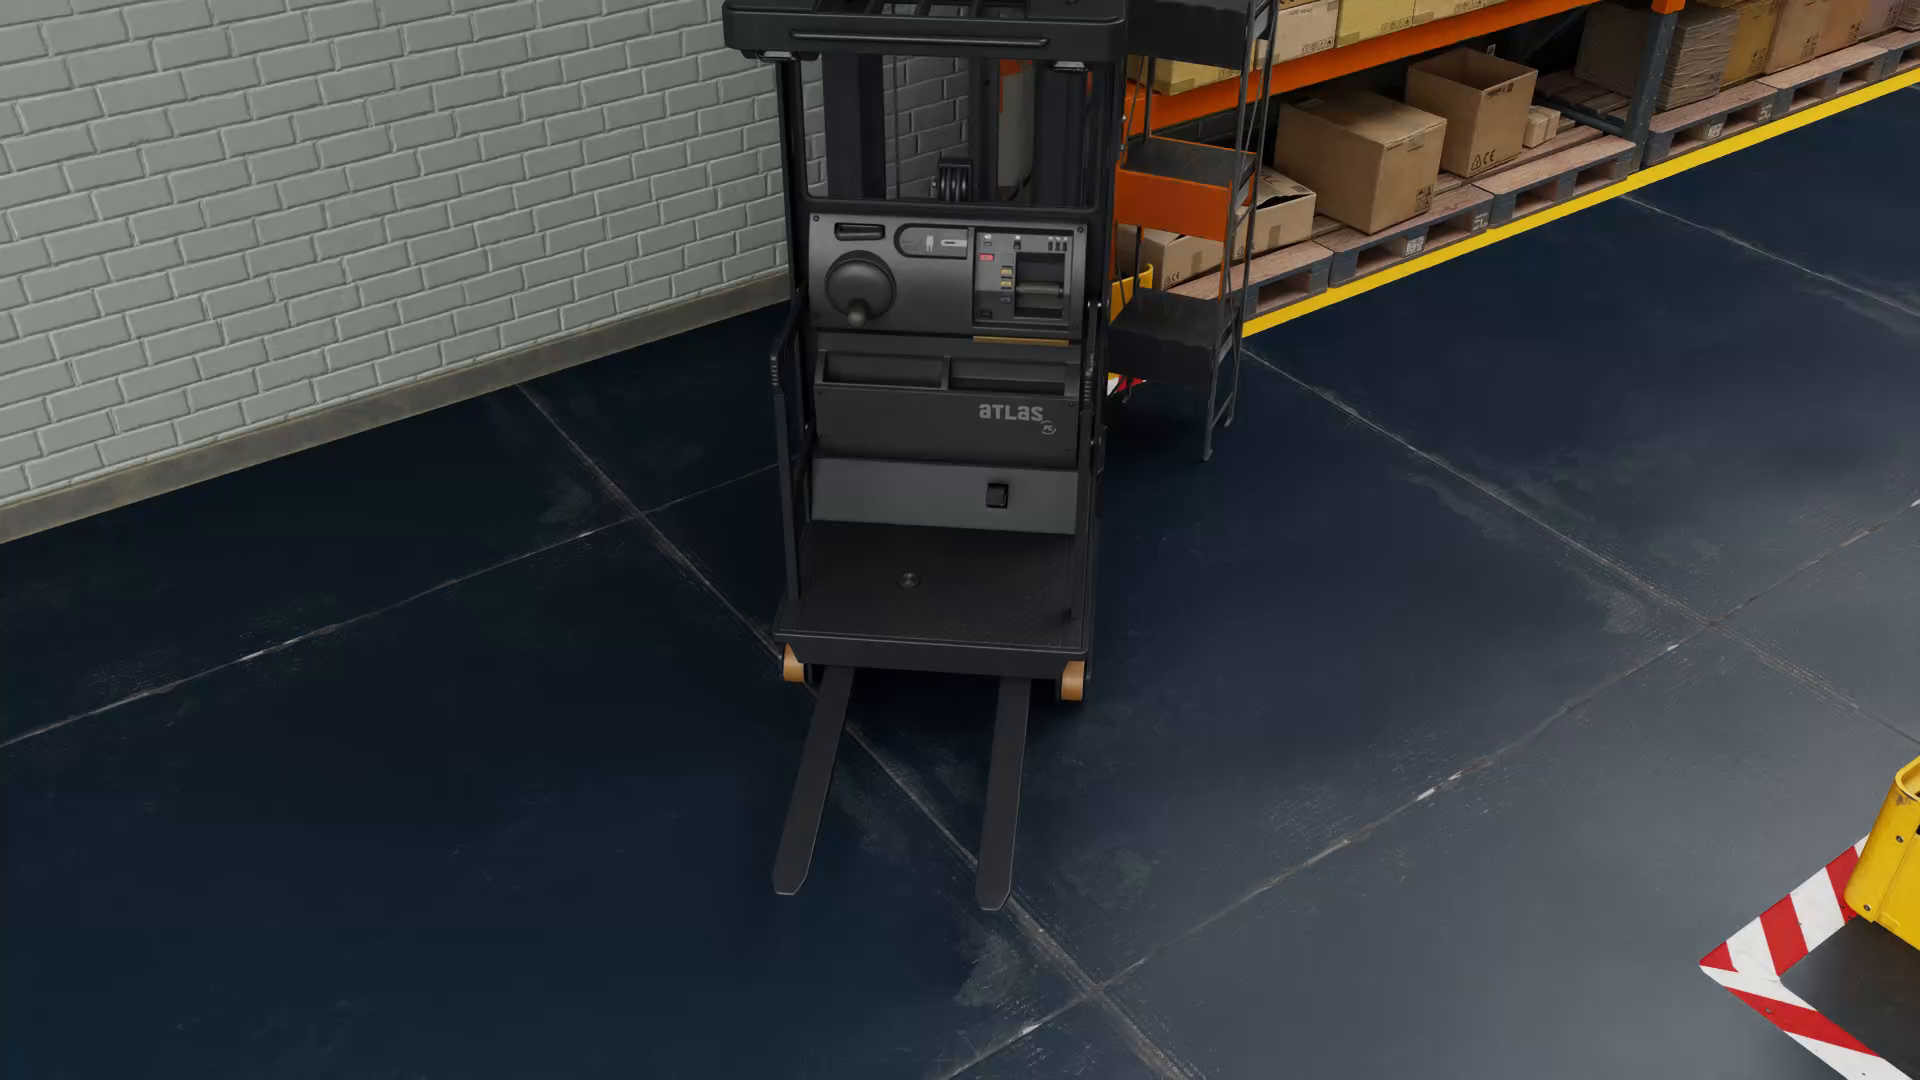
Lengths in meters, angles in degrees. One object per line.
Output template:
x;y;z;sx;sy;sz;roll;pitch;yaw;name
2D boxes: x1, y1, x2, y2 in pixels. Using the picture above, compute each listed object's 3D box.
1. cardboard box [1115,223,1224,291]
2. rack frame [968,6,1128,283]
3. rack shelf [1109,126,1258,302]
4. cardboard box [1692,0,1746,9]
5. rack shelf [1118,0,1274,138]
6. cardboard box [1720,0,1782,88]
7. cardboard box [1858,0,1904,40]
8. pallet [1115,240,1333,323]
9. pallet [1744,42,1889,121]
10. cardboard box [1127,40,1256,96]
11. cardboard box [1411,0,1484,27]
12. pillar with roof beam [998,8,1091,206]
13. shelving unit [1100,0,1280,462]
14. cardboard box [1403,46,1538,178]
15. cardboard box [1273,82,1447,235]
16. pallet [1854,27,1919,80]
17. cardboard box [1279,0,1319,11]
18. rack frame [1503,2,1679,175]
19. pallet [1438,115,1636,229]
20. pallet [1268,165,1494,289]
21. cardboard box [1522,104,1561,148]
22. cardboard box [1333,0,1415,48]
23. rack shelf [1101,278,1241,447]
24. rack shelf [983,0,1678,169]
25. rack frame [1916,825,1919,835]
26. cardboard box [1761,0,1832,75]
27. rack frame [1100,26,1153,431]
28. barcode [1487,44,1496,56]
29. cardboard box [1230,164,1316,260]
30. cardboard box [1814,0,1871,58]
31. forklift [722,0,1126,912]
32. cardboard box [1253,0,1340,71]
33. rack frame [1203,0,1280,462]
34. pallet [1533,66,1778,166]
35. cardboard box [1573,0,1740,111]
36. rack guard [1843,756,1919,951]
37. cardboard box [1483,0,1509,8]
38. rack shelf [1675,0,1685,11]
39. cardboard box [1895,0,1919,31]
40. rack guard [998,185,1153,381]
0.991;-1.528;8.231;0.500;0.311;0.500;-28;44;-33;cardboard box
0.374;-2.251;7.311;0.127;3.000;1.000;-22;41;-28;rack frame
0.923;-1.347;6.847;0.480;0.518;0.431;15;38;19;rack shelf
4.593;-3.470;10.128;0.500;0.250;0.500;-23;42;-29;cardboard box
0.923;-1.915;6.439;0.480;0.518;0.431;15;38;19;rack shelf
4.629;-3.214;10.413;0.500;0.500;0.700;-23;42;-29;cardboard box
5.866;-3.721;11.119;0.500;0.500;0.700;-22;41;-28;cardboard box
1.120;-1.401;8.517;1.213;0.211;1.003;-22;41;-28;pallet
5.277;-3.140;10.935;1.213;0.211;1.003;-22;41;-28;pallet
0.955;-2.211;7.366;0.500;0.250;0.500;-24;42;-29;cardboard box
2.206;-2.730;8.088;0.500;0.250;0.500;-22;41;-27;cardboard box
2.927;-3.280;3.604;0.400;9.000;9.100;-22;41;-28;pillar with roof beam
0.923;-1.358;6.839;0.503;2.100;0.431;15;38;19;shelving unit
2.818;-2.392;9.271;0.500;0.500;0.500;-26;43;-31;cardboard box
2.085;-2.019;8.753;0.500;0.500;0.700;-25;43;-31;cardboard box
6.273;-3.548;11.502;1.213;0.211;1.003;-22;41;-28;pallet
1.347;-2.681;7.378;0.500;0.500;0.500;-22;41;-28;cardboard box
3.643;-3.597;9.182;0.127;3.000;1.000;-22;41;-28;rack frame
3.115;-2.222;9.658;1.213;0.211;1.003;-22;41;-28;pallet
2.116;-1.809;9.084;1.213;0.211;1.003;-22;41;-28;pallet
3.223;-2.431;9.610;0.250;0.166;0.380;-28;44;-33;cardboard box
1.791;-2.561;7.853;0.500;0.250;0.500;-23;42;-29;cardboard box
0.923;-0.778;7.255;0.480;0.518;0.431;15;38;19;rack shelf
2.008;-2.632;8.456;4.000;0.370;1.077;-22;41;-28;rack shelf
3.230;0.112;4.025;0.127;3.000;1.000;-22;41;-28;rack frame
5.069;-3.366;10.625;0.500;0.500;0.700;-22;41;-27;cardboard box
0.701;-1.416;6.920;0.015;2.100;0.400;15;38;19;rack frame
3.064;-2.823;9.596;0.075;0.075;0.001;-22;41;-28;barcode
1.457;-1.720;8.498;0.500;0.311;0.500;-19;40;-24;cardboard box
5.476;-3.540;10.868;0.500;0.500;0.700;-23;41;-28;cardboard box
-0.063;-0.825;5.386;1.130;2.935;3.031;3;36;5;forklift
1.372;-2.392;7.619;0.500;0.250;0.500;-24;42;-29;cardboard box
1.146;-1.299;6.758;0.015;2.100;0.400;15;38;19;rack frame
4.279;-2.727;10.361;1.213;0.211;1.003;-22;41;-28;pallet
4.235;-3.016;10.138;0.500;0.500;0.700;-21;41;-26;cardboard box
3.211;1.135;4.744;0.348;0.500;1.175;-22;41;-28;rack guard
2.616;-2.900;8.324;0.500;0.250;0.500;-23;41;-28;cardboard box
5.278;-3.977;10.327;4.000;0.370;1.077;-22;41;-28;rack shelf
6.354;-3.839;11.282;0.500;0.500;0.700;-22;41;-27;cardboard box
0.436;-1.262;8.076;0.348;0.500;1.175;-22;41;-28;rack guard
